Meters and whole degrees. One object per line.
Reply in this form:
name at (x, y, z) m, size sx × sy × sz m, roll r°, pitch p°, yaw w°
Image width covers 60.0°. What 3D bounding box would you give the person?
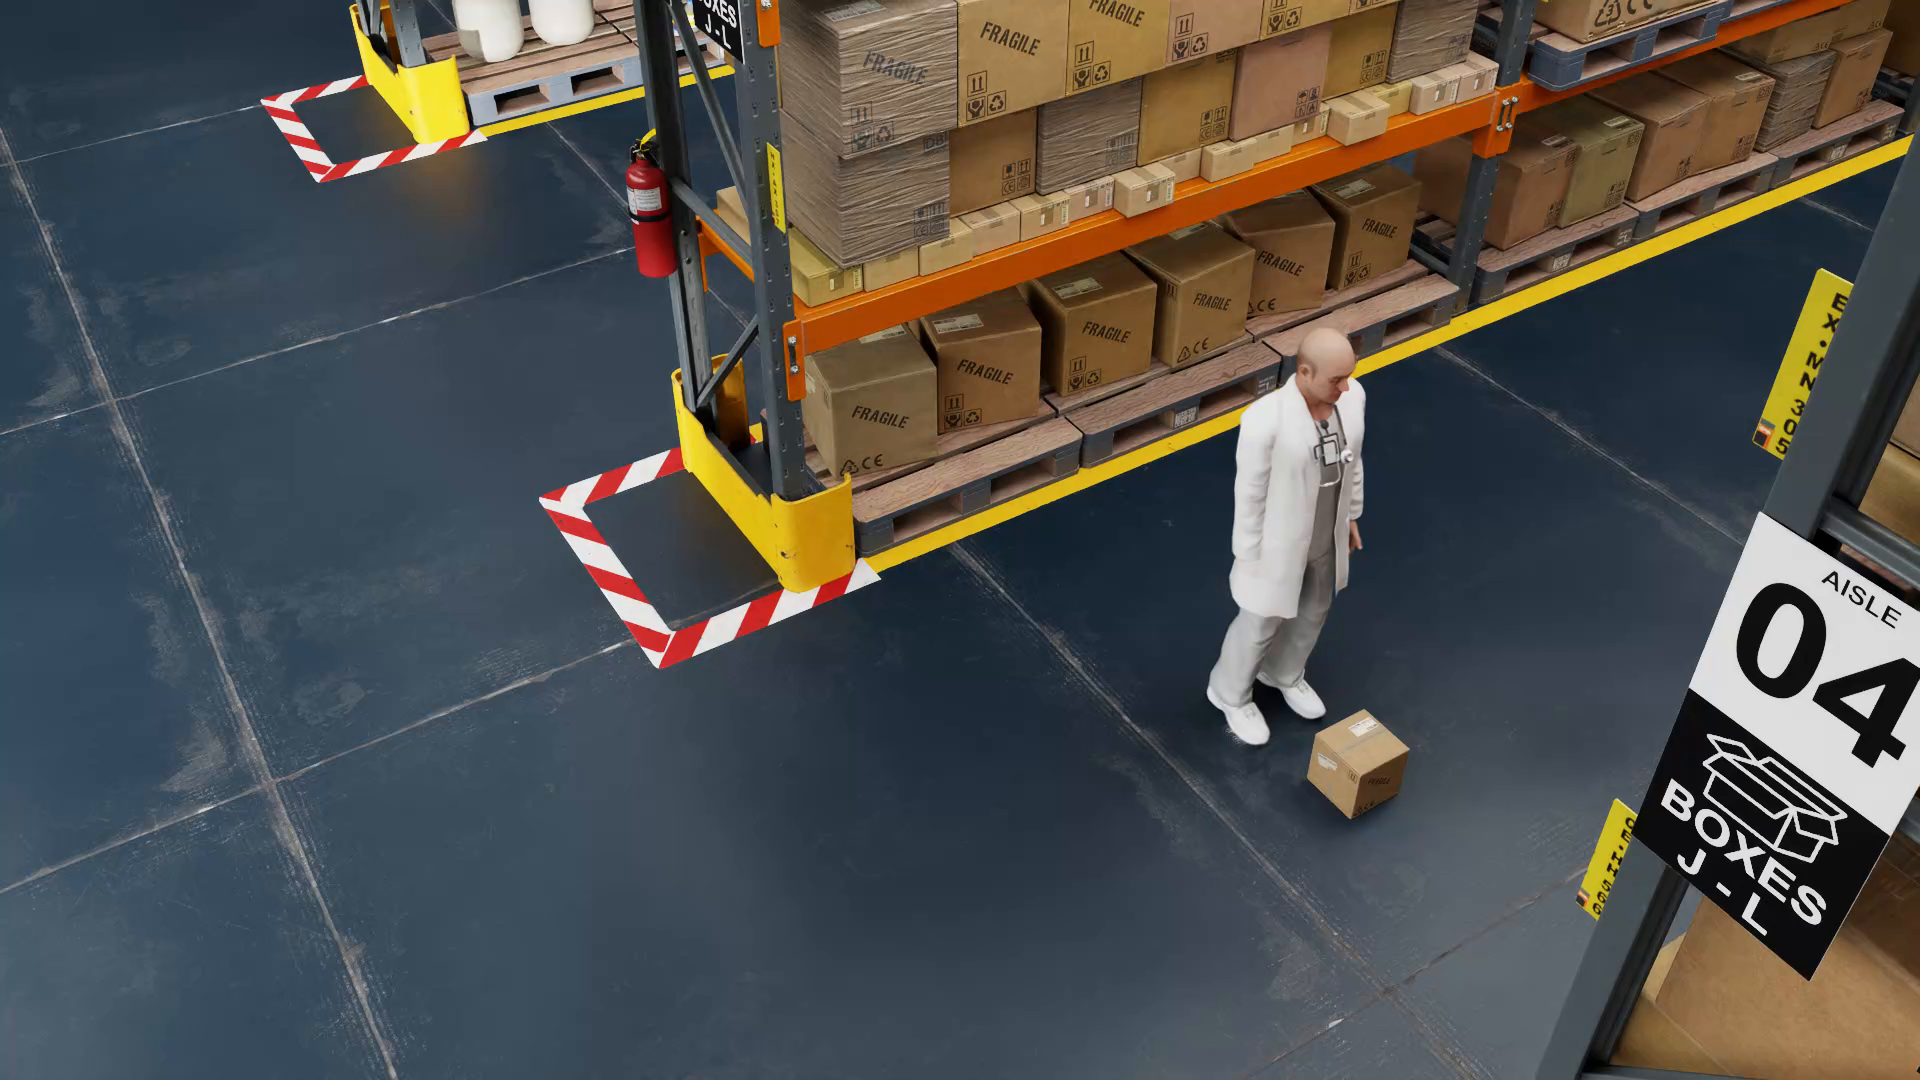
person at (1.260, -0.013, 6.190) m, size 0.564 × 1.778 × 0.380 m, roll -21°, pitch 45°, yaw -23°
